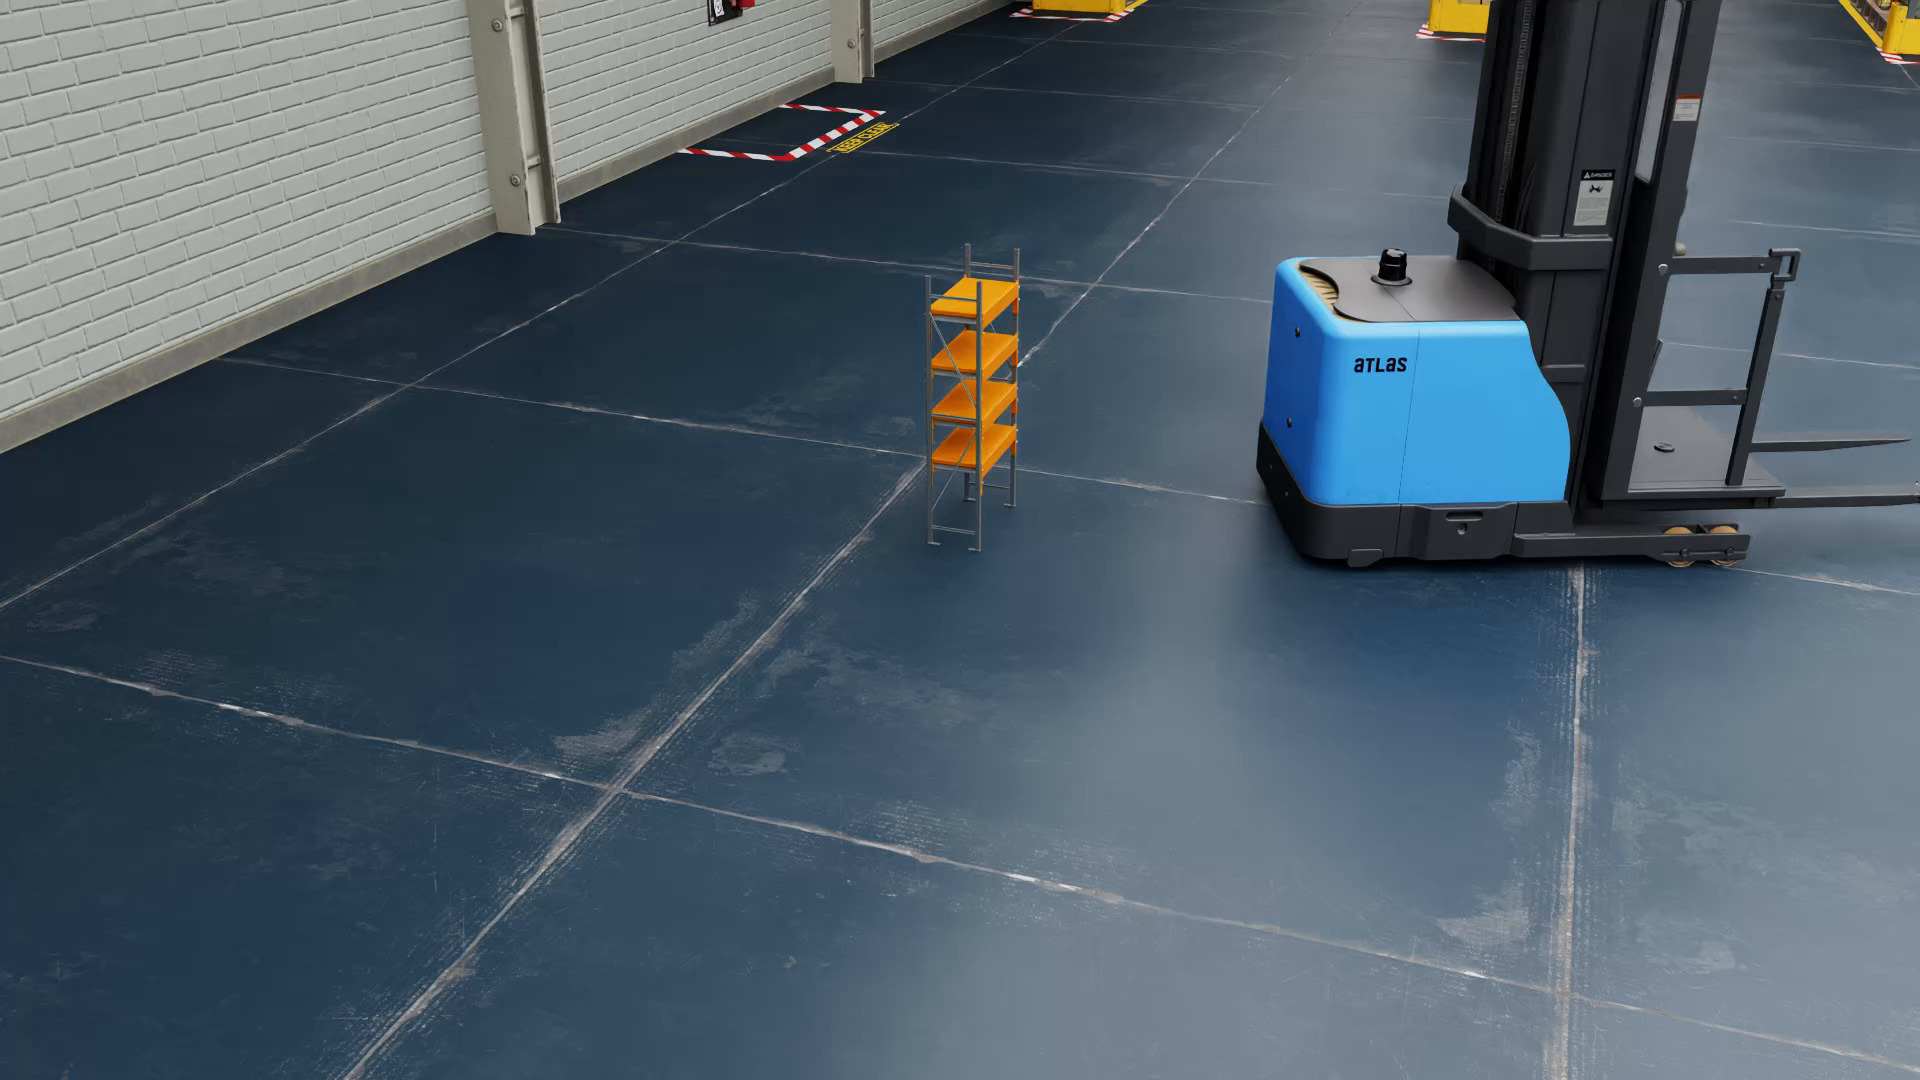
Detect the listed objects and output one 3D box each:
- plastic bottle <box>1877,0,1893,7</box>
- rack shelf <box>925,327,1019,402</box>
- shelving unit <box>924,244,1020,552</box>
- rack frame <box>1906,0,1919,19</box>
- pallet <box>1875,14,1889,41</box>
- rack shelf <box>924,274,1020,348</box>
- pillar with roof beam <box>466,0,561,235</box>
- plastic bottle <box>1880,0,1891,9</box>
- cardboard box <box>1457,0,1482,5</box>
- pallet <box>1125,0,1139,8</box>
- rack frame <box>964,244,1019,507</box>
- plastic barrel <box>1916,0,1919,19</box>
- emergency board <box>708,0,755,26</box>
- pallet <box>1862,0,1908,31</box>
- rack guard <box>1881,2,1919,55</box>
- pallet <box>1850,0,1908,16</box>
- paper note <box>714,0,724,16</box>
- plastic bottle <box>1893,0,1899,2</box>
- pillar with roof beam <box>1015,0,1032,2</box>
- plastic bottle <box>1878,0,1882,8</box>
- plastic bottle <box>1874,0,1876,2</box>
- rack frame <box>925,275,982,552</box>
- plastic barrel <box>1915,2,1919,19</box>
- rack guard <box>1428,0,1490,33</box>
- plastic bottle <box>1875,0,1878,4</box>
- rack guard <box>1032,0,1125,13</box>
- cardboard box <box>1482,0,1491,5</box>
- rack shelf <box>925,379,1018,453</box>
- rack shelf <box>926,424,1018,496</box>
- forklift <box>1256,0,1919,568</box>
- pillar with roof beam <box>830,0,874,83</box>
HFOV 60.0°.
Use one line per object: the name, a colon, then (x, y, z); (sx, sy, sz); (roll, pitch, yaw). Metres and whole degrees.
plastic bottle: (11.139, -6.563, 19.983); (0.152, 0.276, 0.135); (9, 27, 18)
rack shelf: (0.055, -0.749, 7.061); (0.258, 0.148, 0.480); (9, 27, 17)
shelving unit: (0.055, -0.608, 7.129); (0.258, 1.200, 0.503); (9, 27, 17)
rack frame: (10.832, -6.673, 17.589); (1.000, 3.000, 0.127); (9, 27, 17)
pallet: (11.088, -5.789, 18.964); (1.003, 0.211, 1.213); (9, 27, 17)
rack shelf: (0.055, -0.962, 6.958); (0.258, 0.148, 0.480); (9, 27, 17)
pillar with roof beam: (0.973, -5.667, 8.628); (9.100, 9.000, 0.400); (9, 27, 17)
plastic bottle: (11.030, -6.429, 19.793); (0.097, 0.201, 0.097); (0, 26, 0)
cardboard box: (6.062, -6.607, 20.127); (0.500, 0.250, 0.500); (9, 27, 17)
pallet: (1.819, -7.214, 21.908); (1.003, 0.211, 1.213); (9, 27, 17)
rack frame: (0.136, -0.708, 7.336); (0.240, 1.200, 0.015); (9, 27, 17)
plastic barrel: (10.979, -6.023, 18.621); (0.421, 0.512, 0.421); (0, 26, 0)
emergency board: (-1.948, -5.047, 14.231); (0.194, 1.169, 0.643); (9, 27, 17)
pallet: (11.496, -6.288, 19.996); (1.003, 0.211, 1.213); (9, 27, 17)
rack guard: (10.813, -5.586, 18.213); (1.175, 0.500, 0.348); (9, 27, 17)
pallet: (11.900, -6.791, 21.034); (1.003, 0.211, 1.213); (9, 27, 17)
paper note: (-2.072, -4.588, 14.294); (0.016, 0.148, 0.142); (9, 27, 17)
plastic bottle: (11.240, -6.551, 19.950); (0.061, 0.283, 0.133); (9, 27, 17)
pillar with roof beam: (4.966, -10.598, 18.813); (9.100, 9.000, 0.400); (9, 27, 17)
plastic bottle: (11.051, -6.517, 19.880); (0.061, 0.283, 0.133); (9, 27, 19)
plastic bottle: (11.237, -6.722, 20.226); (0.144, 0.351, 0.185); (10, 28, 20)
rack frame: (-0.026, -0.508, 6.922); (0.240, 1.200, 0.015); (9, 27, 17)
plastic barrel: (11.146, -6.229, 19.047); (0.421, 0.512, 0.421); (0, 26, 0)
rack guard: (6.154, -6.258, 19.600); (1.175, 0.500, 0.348); (9, 27, 17)
plastic bottle: (11.186, -6.620, 20.101); (0.152, 0.276, 0.135); (8, 27, 16)
rack guard: (1.515, -7.015, 21.166); (1.175, 0.500, 0.348); (9, 27, 17)
cardboard box: (6.550, -6.532, 19.972); (0.500, 0.250, 0.500); (9, 27, 17)
rack shelf: (0.055, -0.548, 7.158); (0.258, 0.148, 0.480); (9, 27, 17)
rack shelf: (0.055, -0.369, 7.245); (0.258, 0.148, 0.480); (9, 27, 17)
forklift: (2.919, -1.434, 6.849); (3.031, 2.935, 1.130); (-1, 26, -3)
pillar with roof beam: (2.970, -8.133, 13.721); (9.100, 9.000, 0.400); (9, 27, 17)
